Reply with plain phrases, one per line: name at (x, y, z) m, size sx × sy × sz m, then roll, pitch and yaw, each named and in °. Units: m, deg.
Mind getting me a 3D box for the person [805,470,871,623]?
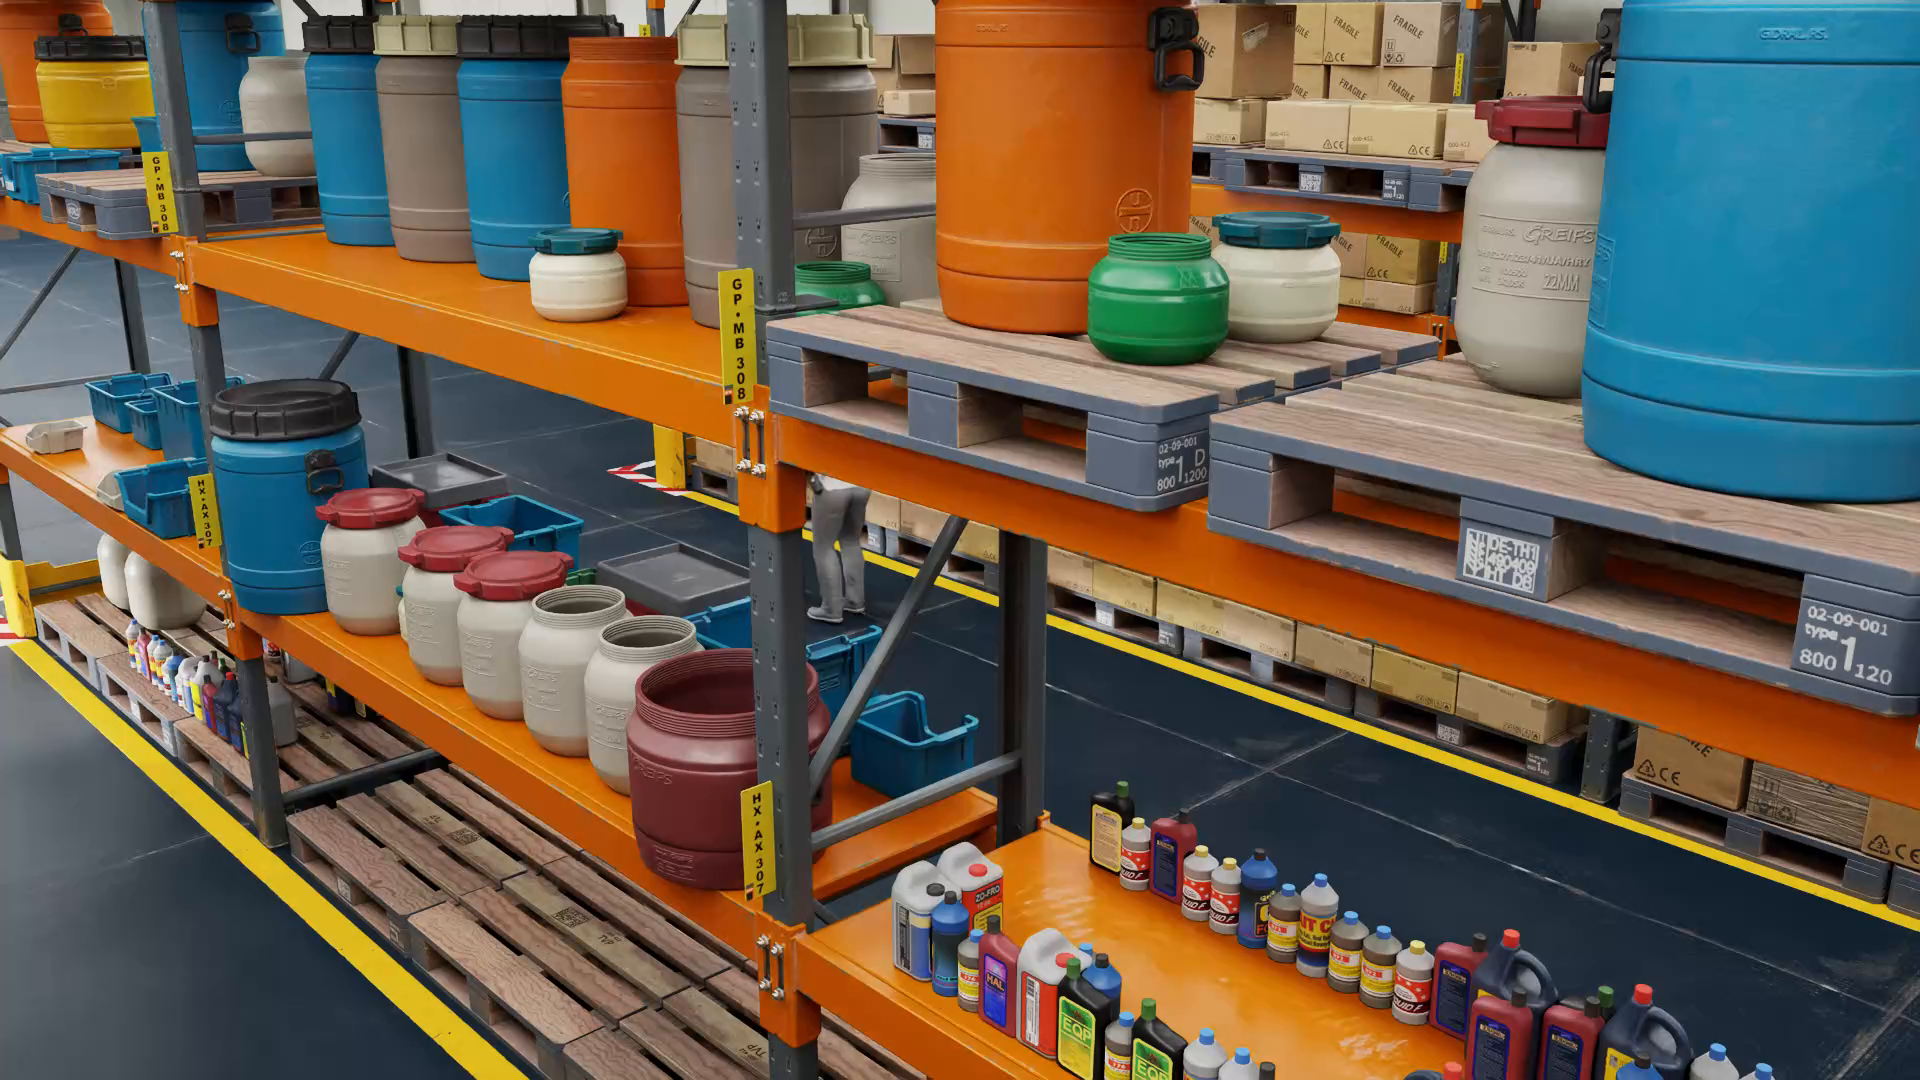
person at (-0.819, -0.328, 10.559) m, size 0.435 × 1.692 × 0.520 m, roll -16°, pitch 24°, yaw -41°
